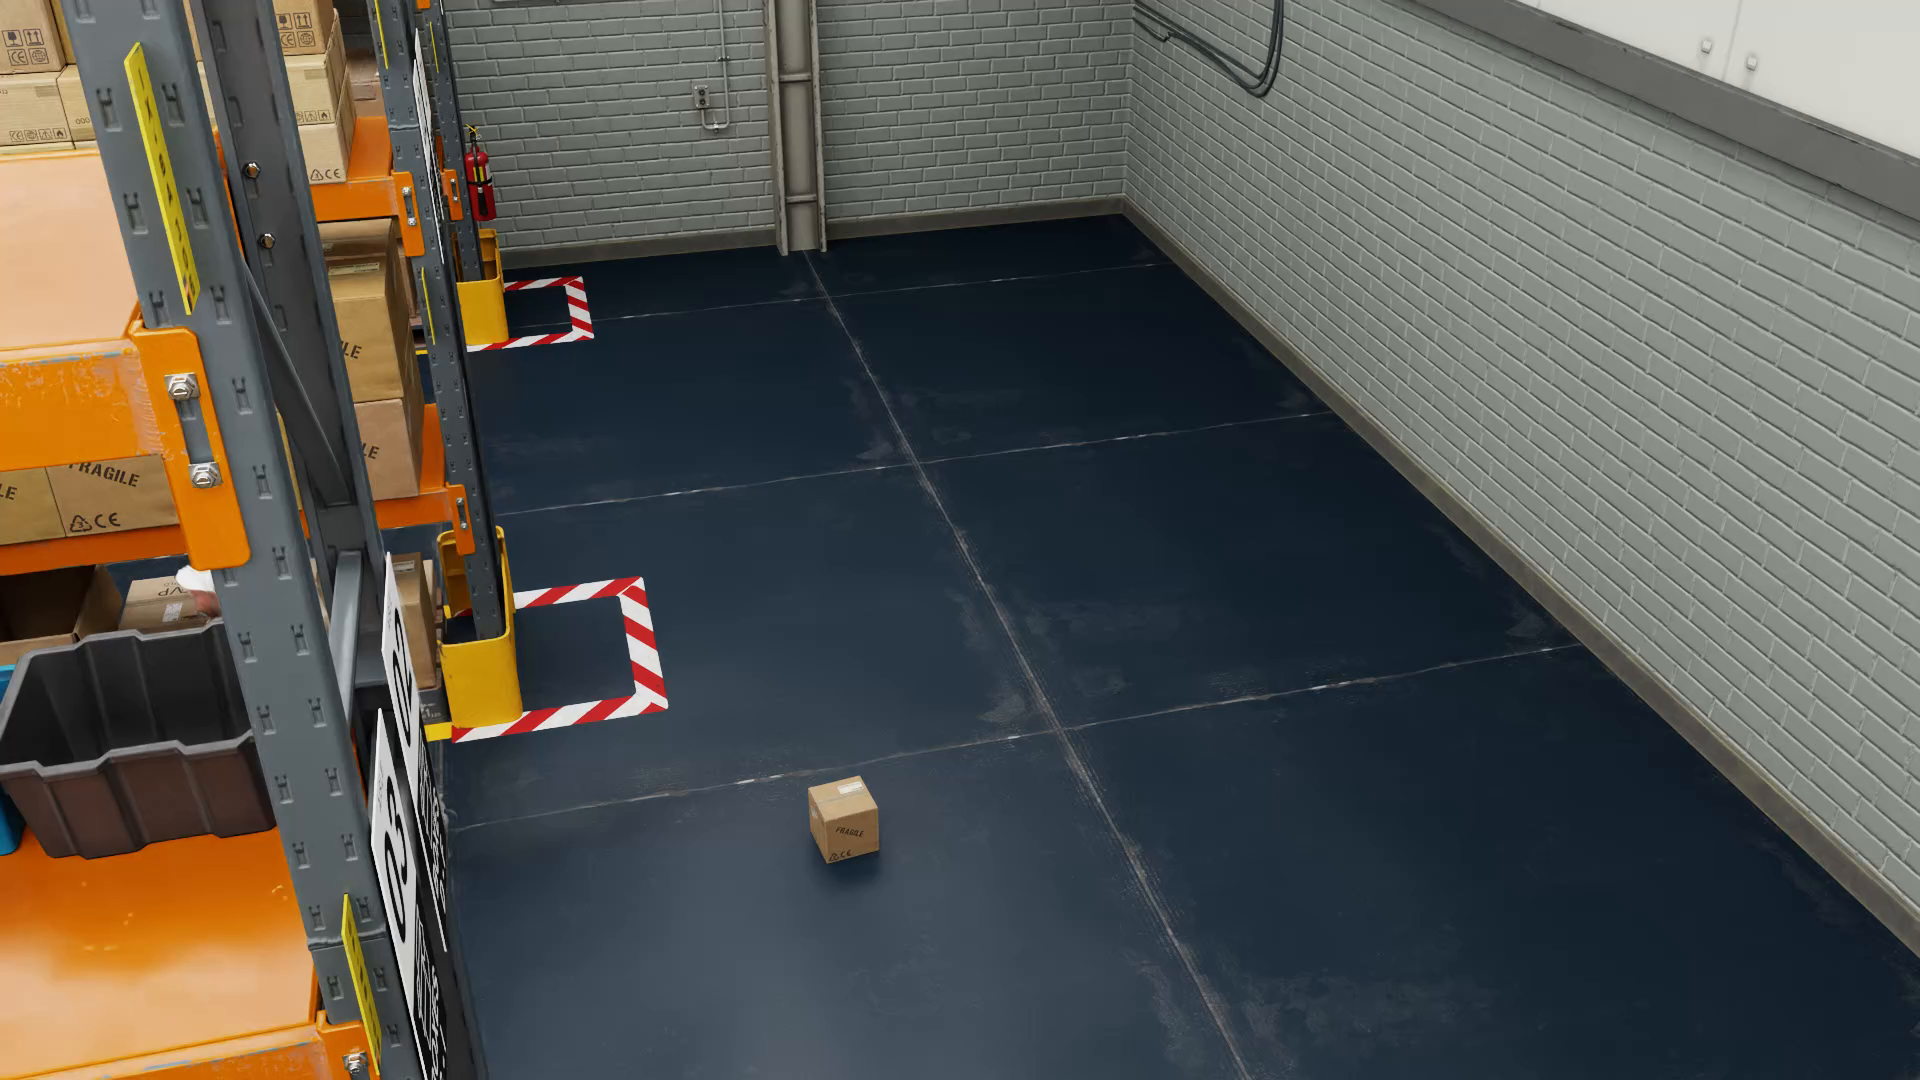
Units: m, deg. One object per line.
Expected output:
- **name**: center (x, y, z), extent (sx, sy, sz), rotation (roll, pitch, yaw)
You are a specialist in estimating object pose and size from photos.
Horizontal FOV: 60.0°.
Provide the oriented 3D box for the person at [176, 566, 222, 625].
- **person**: center (-2.983, 0.796, 6.812), extent (0.950, 1.730, 0.577), rotation (-12, 32, -20)
